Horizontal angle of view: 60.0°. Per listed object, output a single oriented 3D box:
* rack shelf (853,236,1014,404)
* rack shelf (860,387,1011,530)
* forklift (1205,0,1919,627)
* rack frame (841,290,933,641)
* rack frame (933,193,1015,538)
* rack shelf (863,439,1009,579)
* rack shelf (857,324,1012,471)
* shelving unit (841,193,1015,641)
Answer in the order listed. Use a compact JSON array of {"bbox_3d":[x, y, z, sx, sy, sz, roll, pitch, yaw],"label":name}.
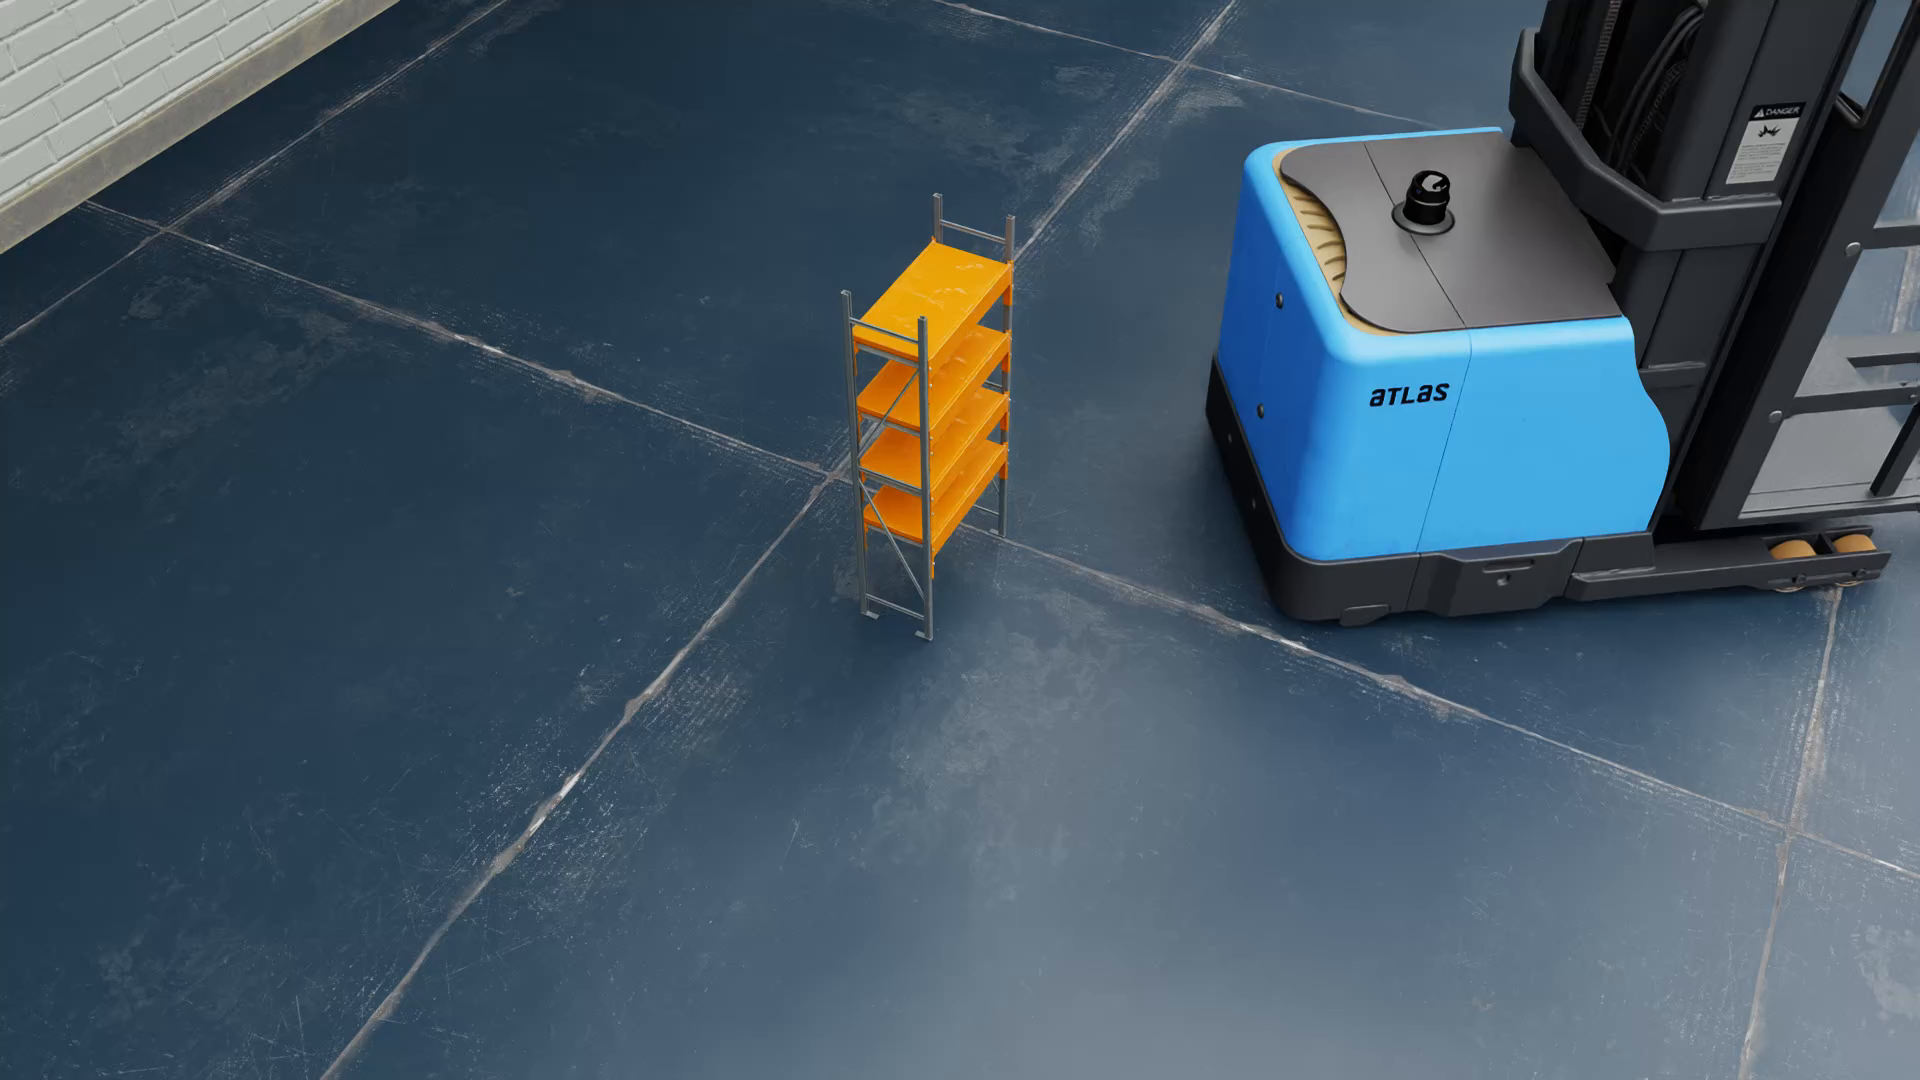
[{"bbox_3d":[-0.077,-0.594,4.441,0.258,0.148,0.480,20,49,19],"label":"rack shelf"},{"bbox_3d":[-0.077,-0.270,4.768,0.258,0.148,0.480,20,49,19],"label":"rack shelf"},{"bbox_3d":[2.379,-1.240,4.415,3.031,2.935,1.130,-5,46,-5],"label":"forklift"},{"bbox_3d":[-0.190,-0.164,4.568,0.240,1.200,0.015,20,49,19],"label":"rack frame"},{"bbox_3d":[0.036,-0.471,4.872,0.240,1.200,0.015,20,49,19],"label":"rack frame"},{"bbox_3d":[-0.077,-0.131,4.909,0.258,0.148,0.480,20,49,19],"label":"rack shelf"},{"bbox_3d":[-0.077,-0.427,4.609,0.258,0.148,0.480,20,49,19],"label":"rack shelf"},{"bbox_3d":[-0.077,-0.317,4.720,0.258,1.200,0.503,20,49,19],"label":"shelving unit"}]
